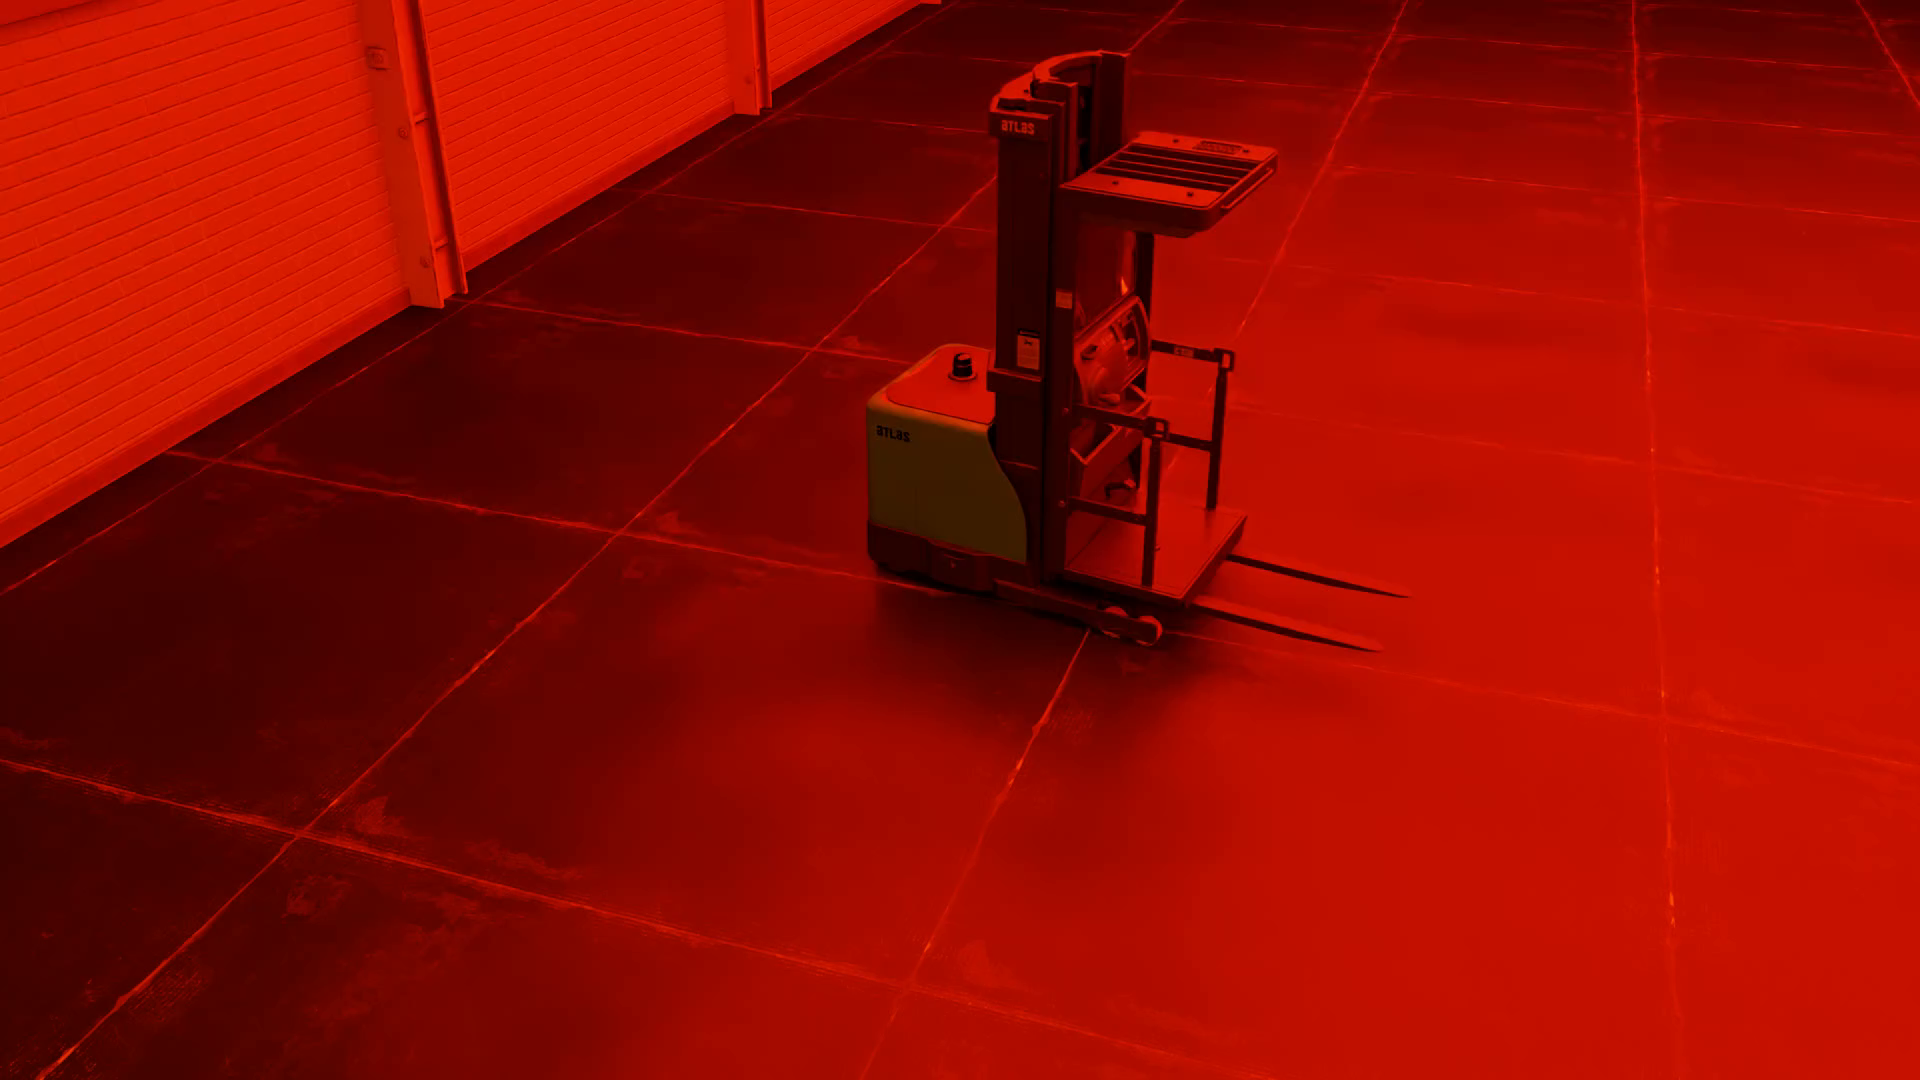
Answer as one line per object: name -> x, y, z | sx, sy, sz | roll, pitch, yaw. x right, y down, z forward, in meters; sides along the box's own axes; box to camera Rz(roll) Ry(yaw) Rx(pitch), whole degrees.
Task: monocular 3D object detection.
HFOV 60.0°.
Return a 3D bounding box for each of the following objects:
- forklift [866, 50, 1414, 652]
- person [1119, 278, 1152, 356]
forklift -> 1.002, -0.996, 8.883 | 3.031, 2.935, 1.130 | 15, 33, 24
person -> 0.803, -1.353, 11.023 | 0.921, 1.543, 0.495 | 1, 30, 2
